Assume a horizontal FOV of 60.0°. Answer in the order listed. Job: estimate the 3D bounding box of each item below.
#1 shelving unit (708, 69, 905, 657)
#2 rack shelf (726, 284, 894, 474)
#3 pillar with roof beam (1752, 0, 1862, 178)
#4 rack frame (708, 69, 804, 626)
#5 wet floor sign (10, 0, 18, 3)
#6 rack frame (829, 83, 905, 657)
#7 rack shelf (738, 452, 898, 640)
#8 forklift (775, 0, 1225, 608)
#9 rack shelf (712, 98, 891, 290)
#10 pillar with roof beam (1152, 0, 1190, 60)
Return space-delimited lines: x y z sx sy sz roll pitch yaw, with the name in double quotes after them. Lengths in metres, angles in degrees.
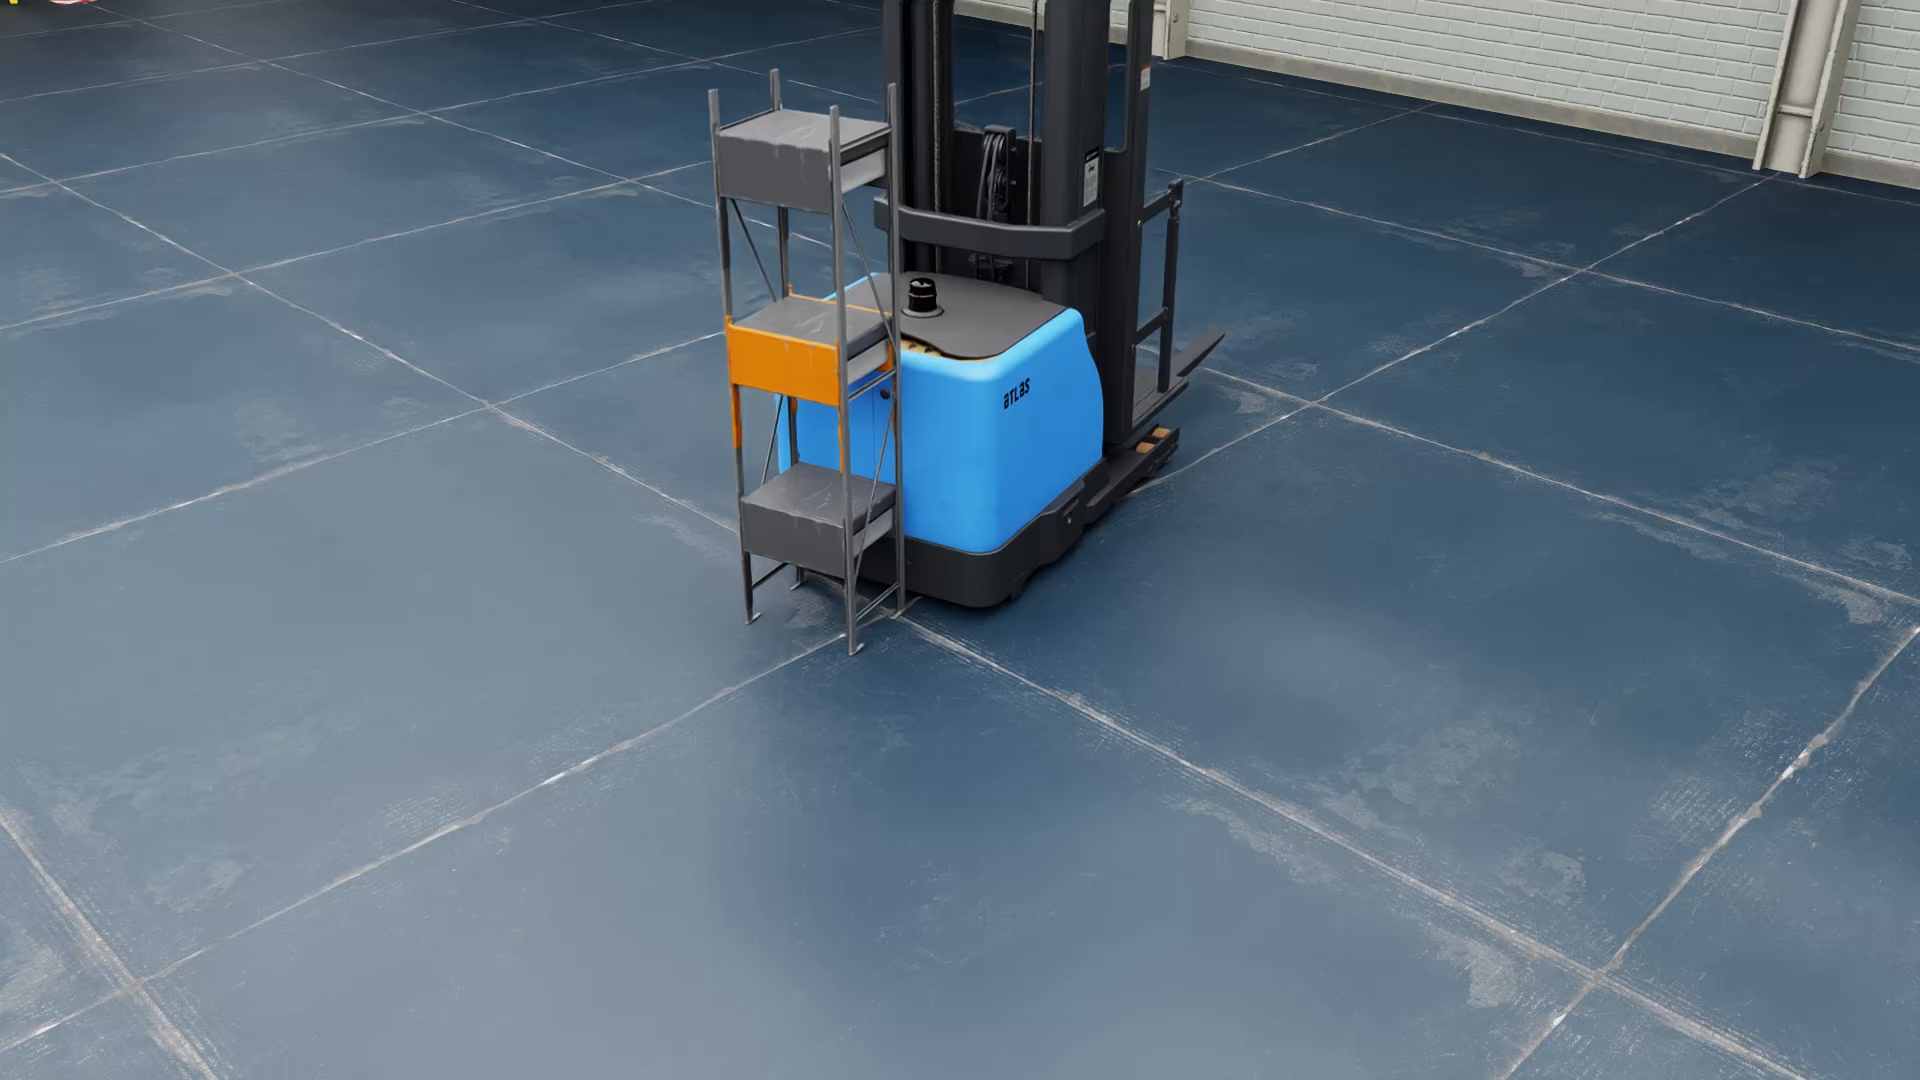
-0.537 -0.617 6.167 0.503 2.100 0.431 14 31 25 "shelving unit"
-0.537 -0.605 6.173 0.480 0.518 0.431 14 31 25 "rack shelf"
3.234 -5.357 7.769 0.400 9.000 9.100 25 36 38 "pillar with roof beam"
-0.750 -0.672 6.272 0.015 2.100 0.400 14 31 25 "rack frame"
-10.811 -6.370 18.670 0.267 0.644 0.232 -13 30 -22 "wet floor sign"
-0.323 -0.562 6.062 0.015 2.100 0.400 14 31 25 "rack frame"
-0.537 0.015 6.499 0.480 0.518 0.431 14 31 25 "rack shelf"
0.394 -1.682 7.299 1.130 2.935 3.031 14 31 25 "forklift"
-0.537 -1.224 5.848 0.480 0.518 0.431 14 31 25 "rack shelf"
-1.044 -7.315 11.492 0.400 9.000 9.100 25 36 38 "pillar with roof beam"
